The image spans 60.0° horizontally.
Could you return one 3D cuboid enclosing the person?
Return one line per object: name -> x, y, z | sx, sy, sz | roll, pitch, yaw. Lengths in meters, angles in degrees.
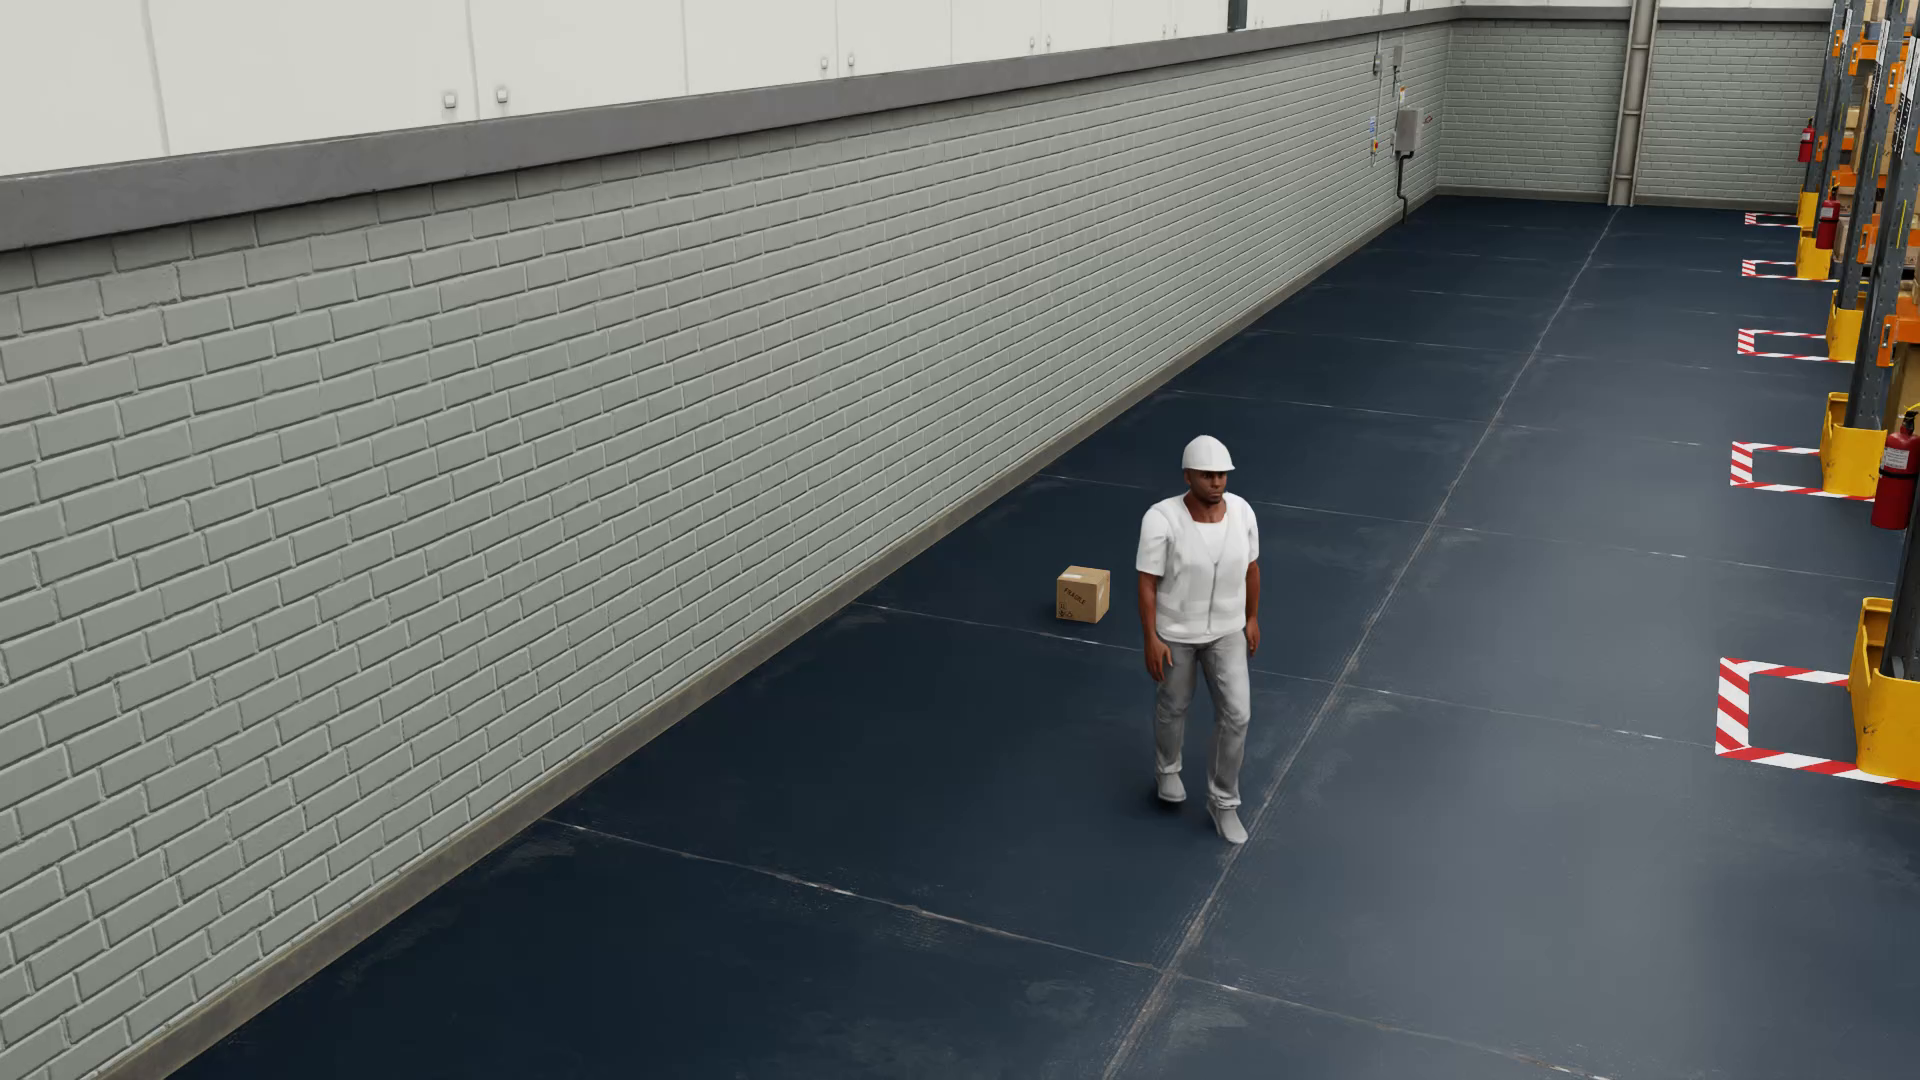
person -> 1.064, 0.431, 7.322 | 0.620, 1.826, 0.651 | -4, 19, -11
